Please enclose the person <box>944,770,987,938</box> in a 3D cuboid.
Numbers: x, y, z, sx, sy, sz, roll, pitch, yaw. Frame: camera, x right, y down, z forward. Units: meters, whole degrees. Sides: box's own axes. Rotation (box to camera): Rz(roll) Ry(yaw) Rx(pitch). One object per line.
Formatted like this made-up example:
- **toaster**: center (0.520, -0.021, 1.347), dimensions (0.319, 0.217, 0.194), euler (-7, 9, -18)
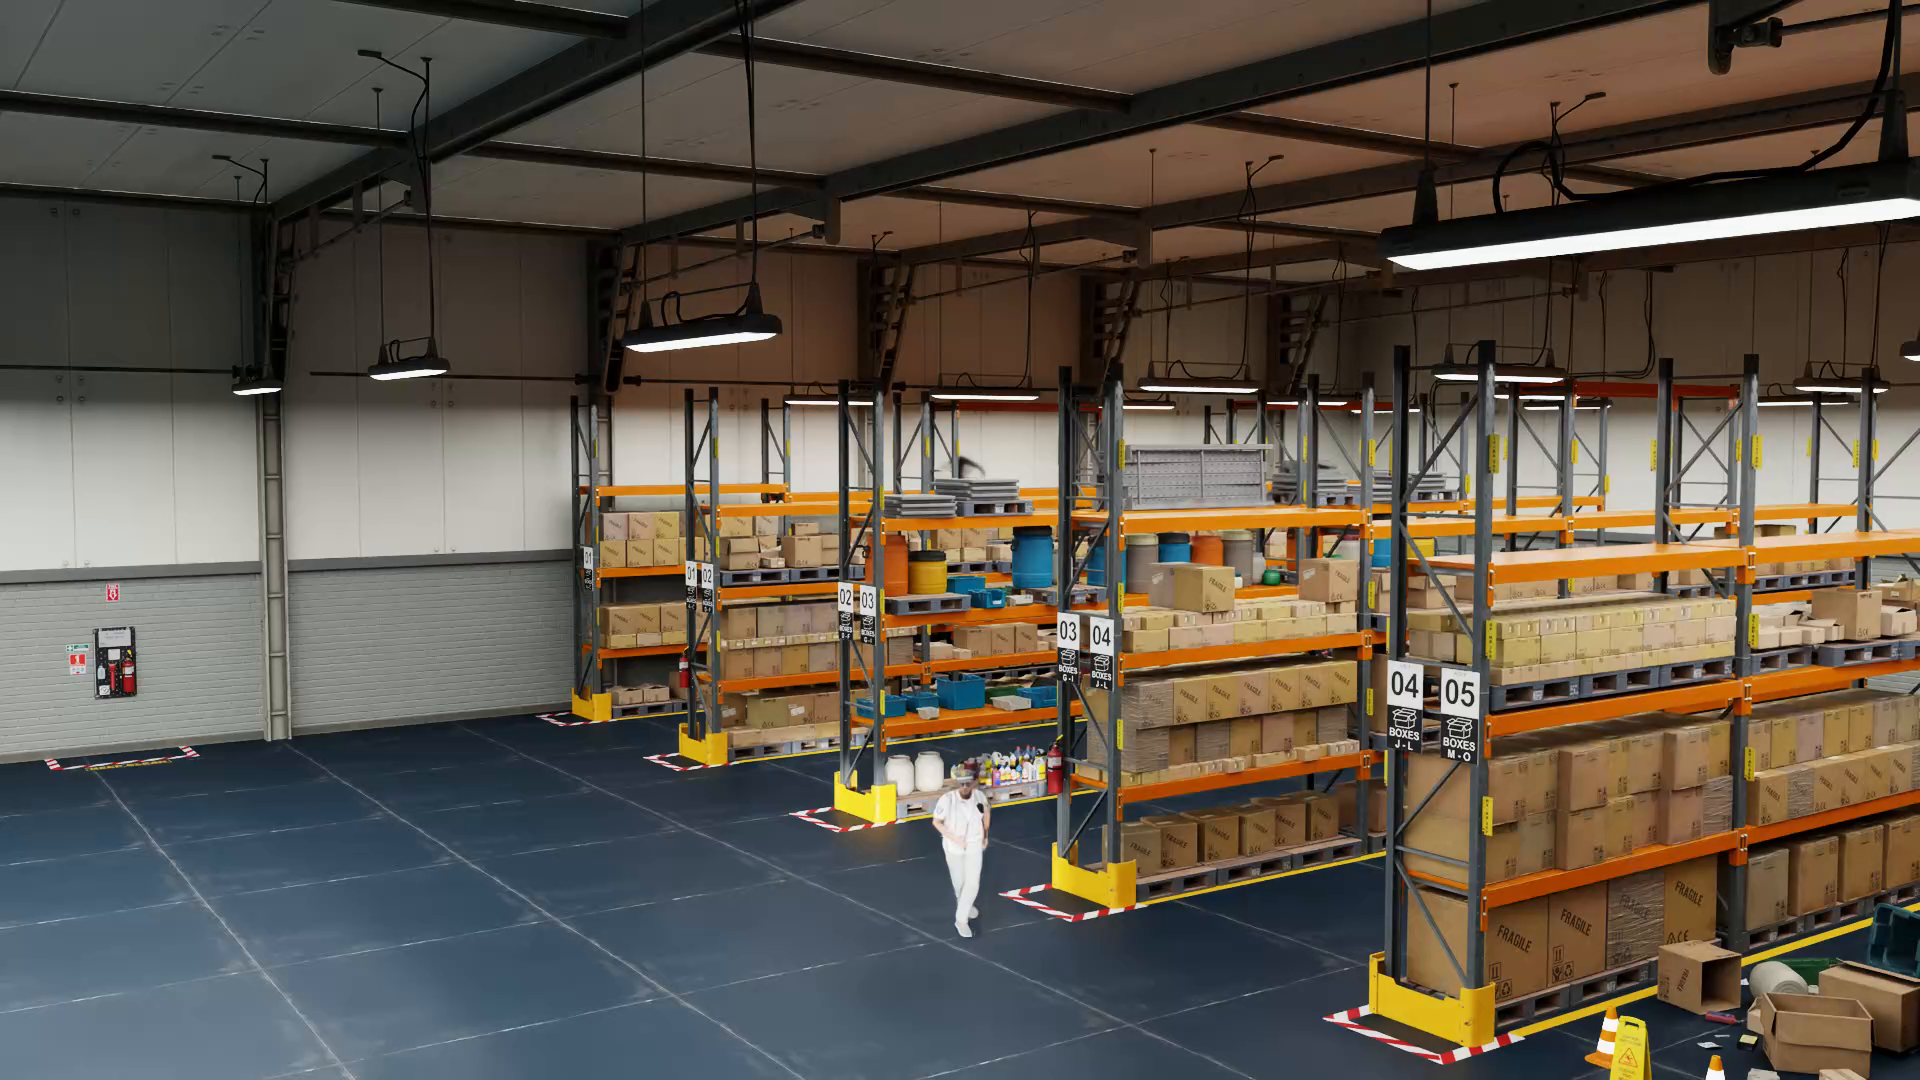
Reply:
- **person**: center (0.041, 3.236, 17.584), dimensions (0.451, 1.736, 0.846), euler (0, 3, -4)
